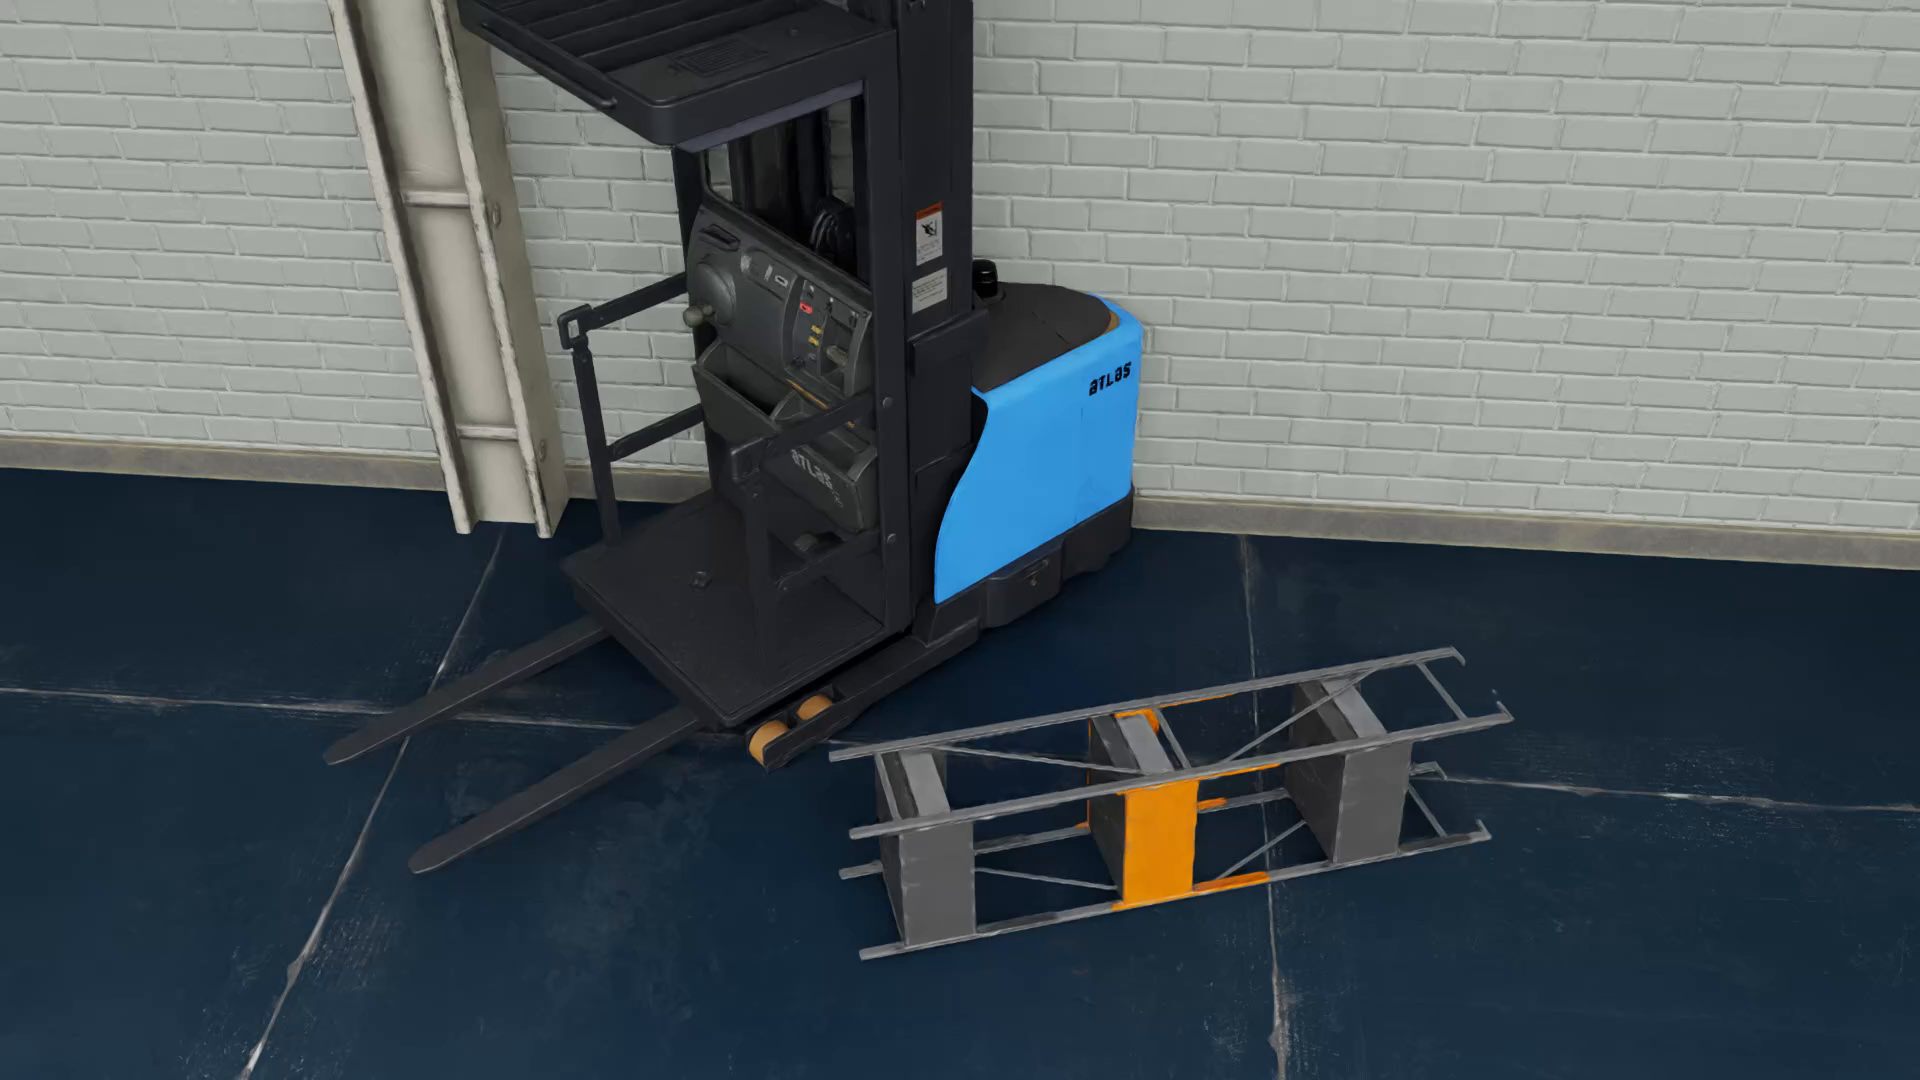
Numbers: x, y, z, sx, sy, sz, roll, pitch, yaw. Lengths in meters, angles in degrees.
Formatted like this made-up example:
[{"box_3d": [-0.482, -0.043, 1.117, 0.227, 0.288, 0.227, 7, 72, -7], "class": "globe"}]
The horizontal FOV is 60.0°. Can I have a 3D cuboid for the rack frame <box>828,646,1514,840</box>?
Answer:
[{"box_3d": [0.660, 0.611, 5.166, 2.100, 0.015, 0.400, -8, 32, -10], "class": "rack frame"}]

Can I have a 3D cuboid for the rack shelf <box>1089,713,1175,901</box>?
[{"box_3d": [0.547, 0.836, 5.273, 0.174, 0.457, 0.368, -8, 32, -10], "class": "rack shelf"}]

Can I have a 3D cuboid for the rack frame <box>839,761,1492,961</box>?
[{"box_3d": [0.674, 1.025, 5.424, 2.100, 0.015, 0.400, -8, 32, -10], "class": "rack frame"}]

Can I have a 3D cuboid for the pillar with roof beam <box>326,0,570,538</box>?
[{"box_3d": [-2.216, -0.897, 0.723, 0.400, 9.000, 9.100, 3, 39, 4], "class": "pillar with roof beam"}]

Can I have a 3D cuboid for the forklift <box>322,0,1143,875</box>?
[{"box_3d": [-0.759, -0.719, 5.311, 3.031, 2.935, 1.130, -29, 47, -31], "class": "forklift"}]

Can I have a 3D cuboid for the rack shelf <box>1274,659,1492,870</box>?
[{"box_3d": [1.362, 0.715, 5.422, 0.518, 0.480, 0.431, -8, 32, -10], "class": "rack shelf"}]

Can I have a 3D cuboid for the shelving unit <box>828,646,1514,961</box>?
[{"box_3d": [0.667, 0.818, 5.295, 2.100, 0.503, 0.431, -8, 32, -10], "class": "shelving unit"}]

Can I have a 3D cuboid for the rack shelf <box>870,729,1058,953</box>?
[{"box_3d": [-0.001, 0.917, 5.172, 0.518, 0.480, 0.431, -8, 32, -10], "class": "rack shelf"}]
